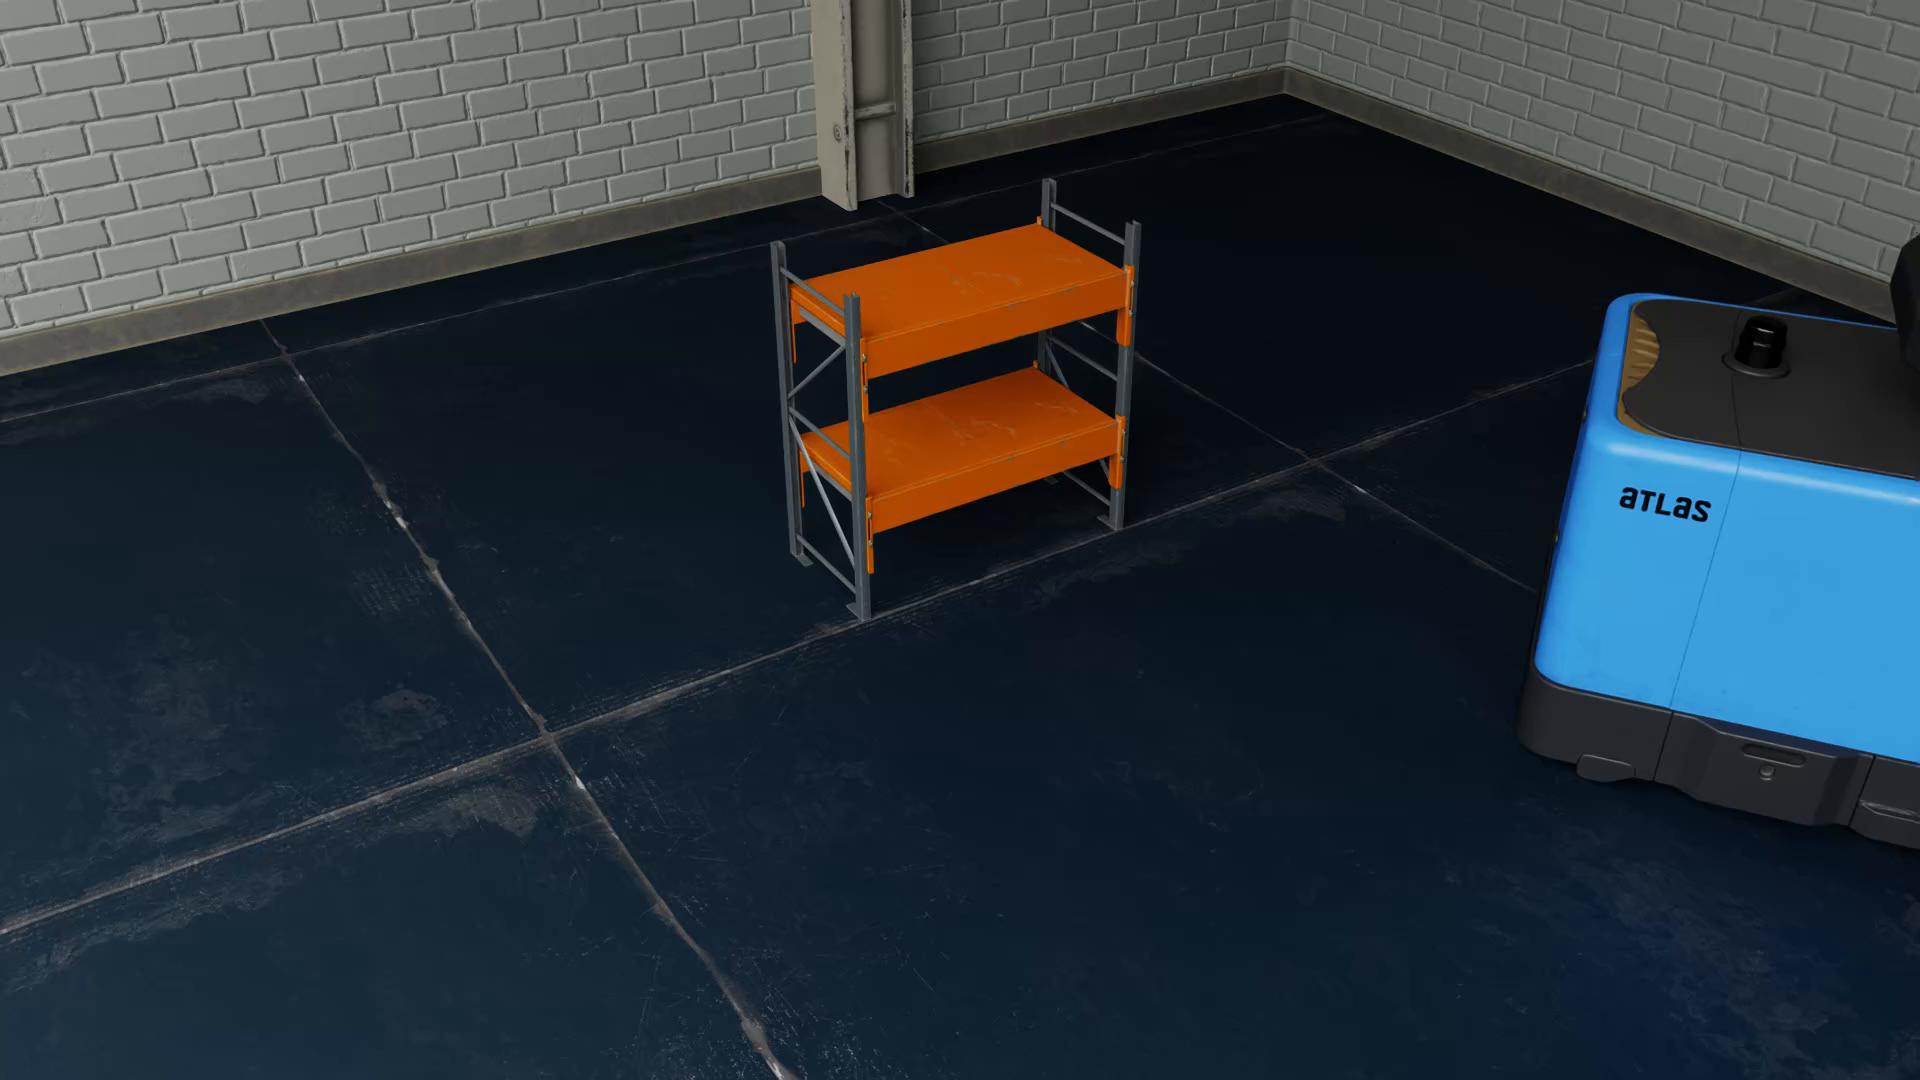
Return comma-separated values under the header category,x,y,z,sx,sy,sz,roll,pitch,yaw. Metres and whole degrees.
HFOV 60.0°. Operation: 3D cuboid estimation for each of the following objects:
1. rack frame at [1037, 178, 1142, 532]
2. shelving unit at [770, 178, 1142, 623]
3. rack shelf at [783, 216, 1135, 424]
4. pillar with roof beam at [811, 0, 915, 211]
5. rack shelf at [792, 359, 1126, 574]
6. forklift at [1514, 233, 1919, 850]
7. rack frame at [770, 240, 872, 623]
category,x,y,z,sx,sy,sz,roll,pitch,yaw
rack frame,0.422,-0.621,5.680,0.032,1.125,0.500,-19,37,-27
shelving unit,-0.006,-0.474,5.447,1.048,1.125,0.538,-19,37,-27
rack shelf,-0.006,-0.721,5.291,1.000,0.278,0.538,-19,37,-27
pillar with roof beam,1.854,-3.658,3.114,0.400,9.000,9.100,-19,37,-27
rack shelf,-0.006,-0.267,5.577,1.000,0.278,0.538,-19,37,-27
forklift,3.150,-0.549,3.874,3.031,2.935,1.130,12,34,18
rack frame,-0.433,-0.327,5.214,0.032,1.125,0.500,-19,37,-27
